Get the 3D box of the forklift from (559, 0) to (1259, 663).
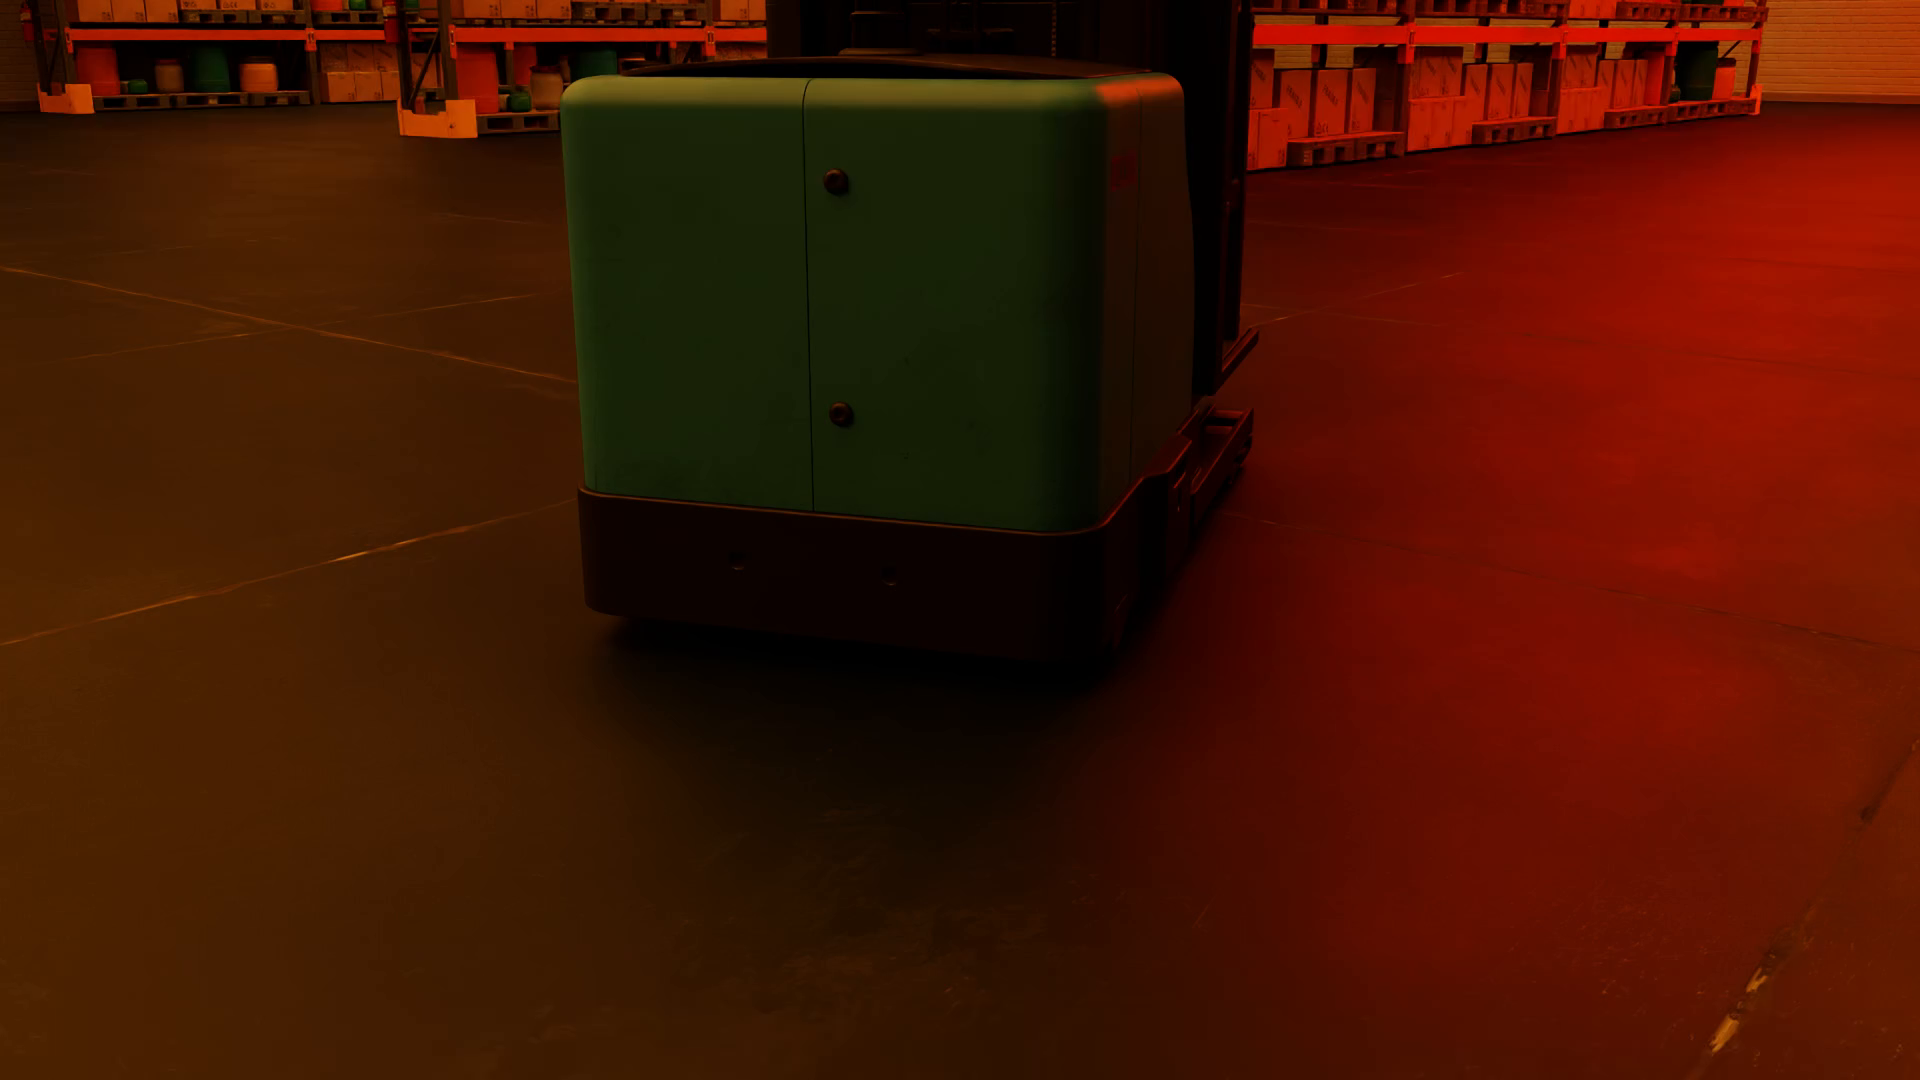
[{"bbox_3d":[0.182,-1.571,4.072,1.130,2.935,3.031,5,18,17],"label":"forklift"}]
